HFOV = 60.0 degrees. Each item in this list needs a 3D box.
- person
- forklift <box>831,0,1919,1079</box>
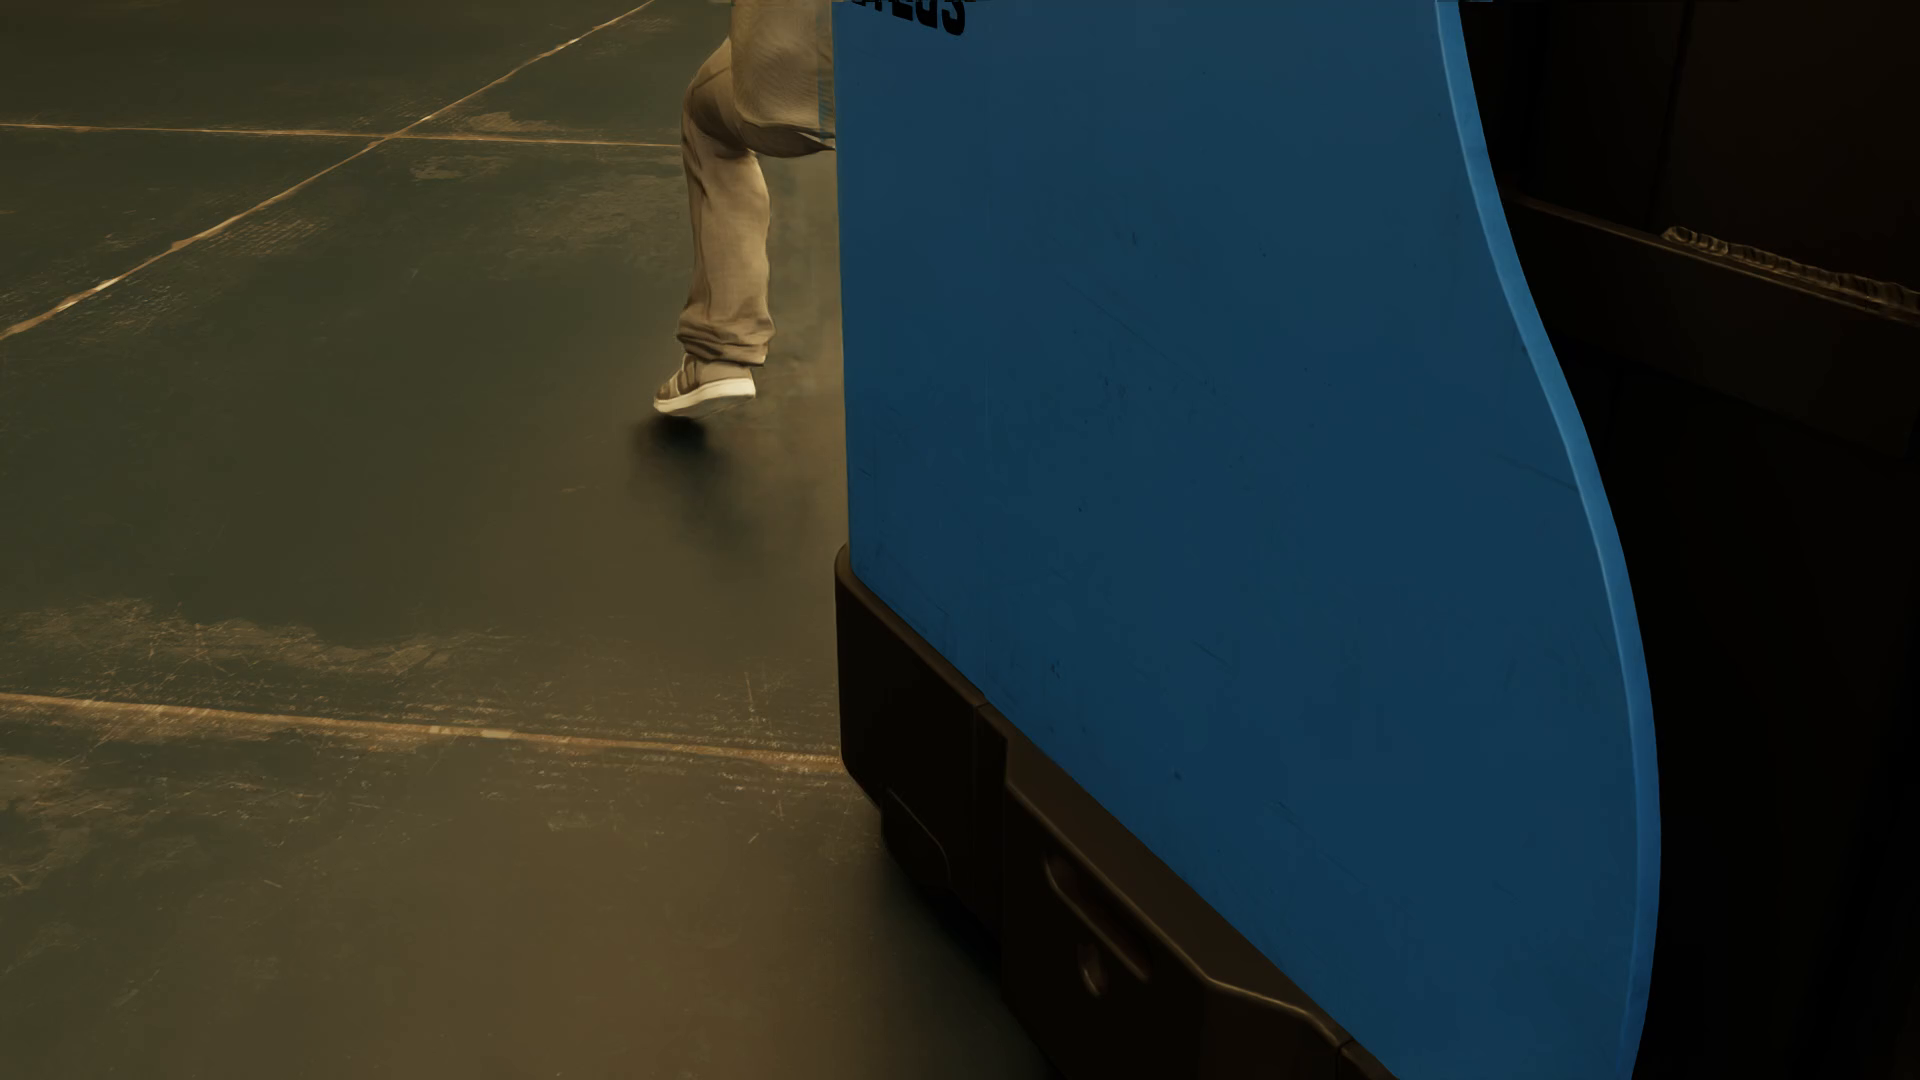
[{"bbox_3d":[-0.095,-0.785,2.539,0.904,1.366,0.662,7,27,14],"label":"person"},{"bbox_3d":[1.029,-0.556,0.330,1.130,2.935,3.031,-14,30,-26],"label":"forklift"}]
